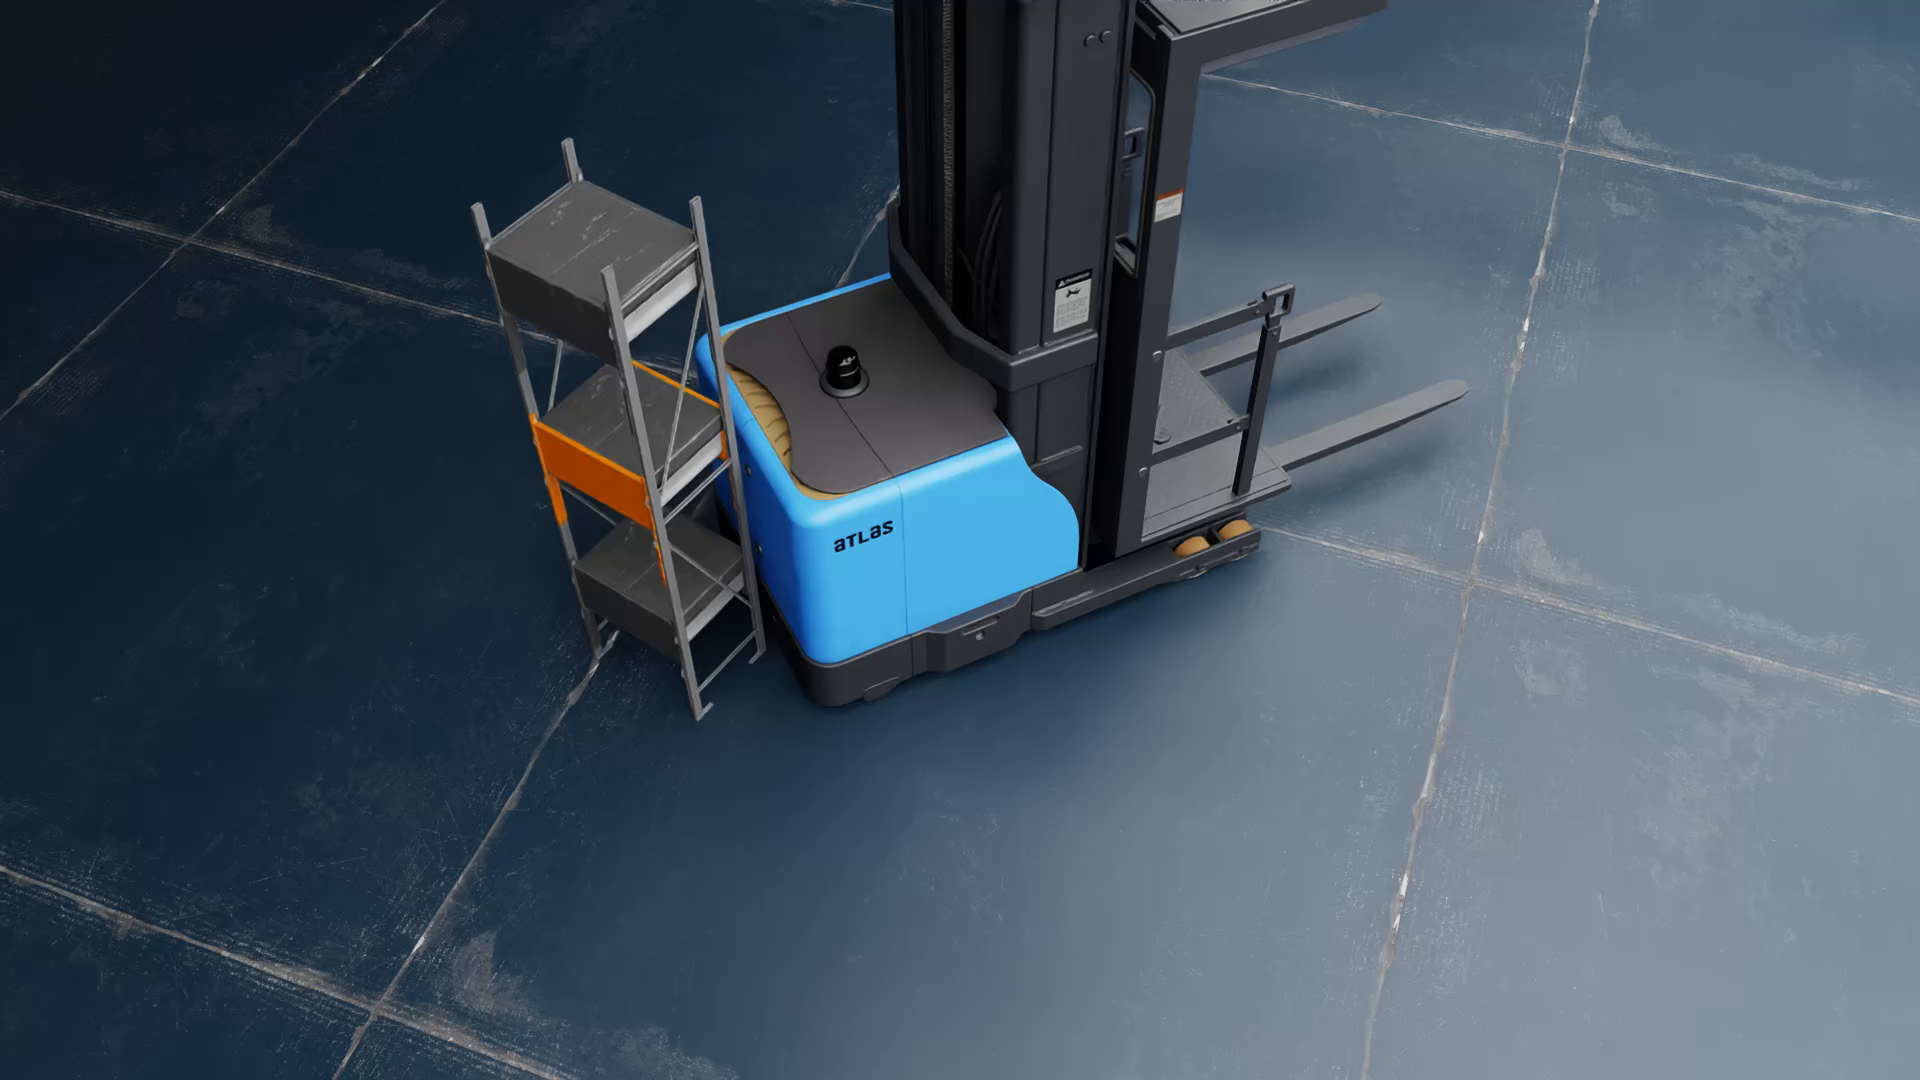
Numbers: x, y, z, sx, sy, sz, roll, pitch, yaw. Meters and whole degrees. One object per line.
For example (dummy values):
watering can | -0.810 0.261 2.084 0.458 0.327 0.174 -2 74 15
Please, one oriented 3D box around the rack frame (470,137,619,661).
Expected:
rack frame | -1.250 -0.362 5.541 0.015 2.100 0.400 27 54 22

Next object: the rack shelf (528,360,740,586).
rack shelf | -1.048 -0.249 5.461 0.480 0.518 0.431 27 54 22

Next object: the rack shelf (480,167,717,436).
rack shelf | -1.048 -0.708 4.932 0.480 0.518 0.431 27 54 22

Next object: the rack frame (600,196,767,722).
rack frame | -0.847 -0.154 5.361 0.015 2.100 0.400 27 54 22

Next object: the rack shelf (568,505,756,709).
rack shelf | -1.048 0.209 5.990 0.480 0.518 0.431 27 54 22

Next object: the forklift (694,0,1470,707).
forklift | 0.606 -1.151 5.675 3.031 2.935 1.130 -21 52 -17

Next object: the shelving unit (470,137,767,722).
shelving unit | -1.048 -0.258 5.451 0.503 2.100 0.431 27 54 22
